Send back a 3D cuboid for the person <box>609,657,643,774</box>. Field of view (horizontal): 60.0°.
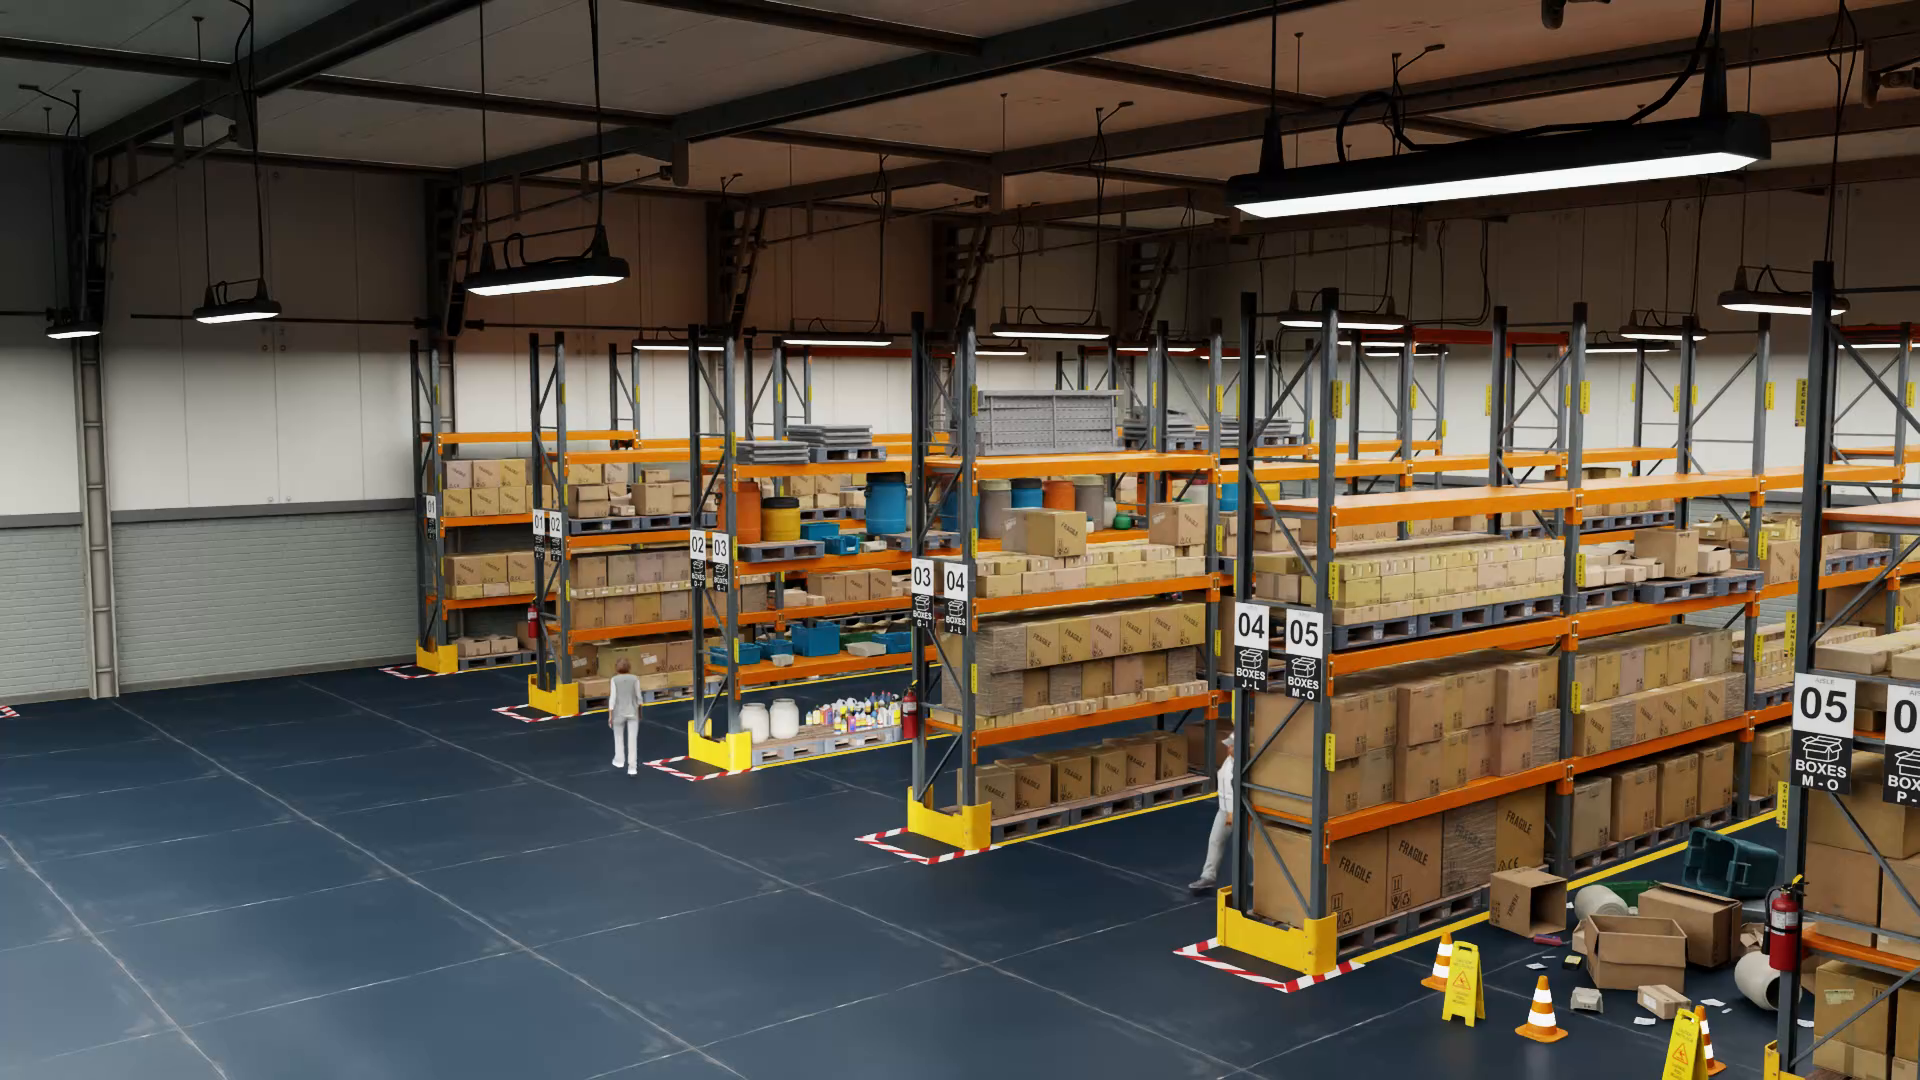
[{"bbox_3d":[-4.467,2.326,22.211,0.473,1.528,0.975,-2,6,-19],"label":"person"}]

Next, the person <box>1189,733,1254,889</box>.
[{"bbox_3d":[2.790,2.766,17.016,0.940,1.611,0.501,-3,6,-28],"label":"person"}]
